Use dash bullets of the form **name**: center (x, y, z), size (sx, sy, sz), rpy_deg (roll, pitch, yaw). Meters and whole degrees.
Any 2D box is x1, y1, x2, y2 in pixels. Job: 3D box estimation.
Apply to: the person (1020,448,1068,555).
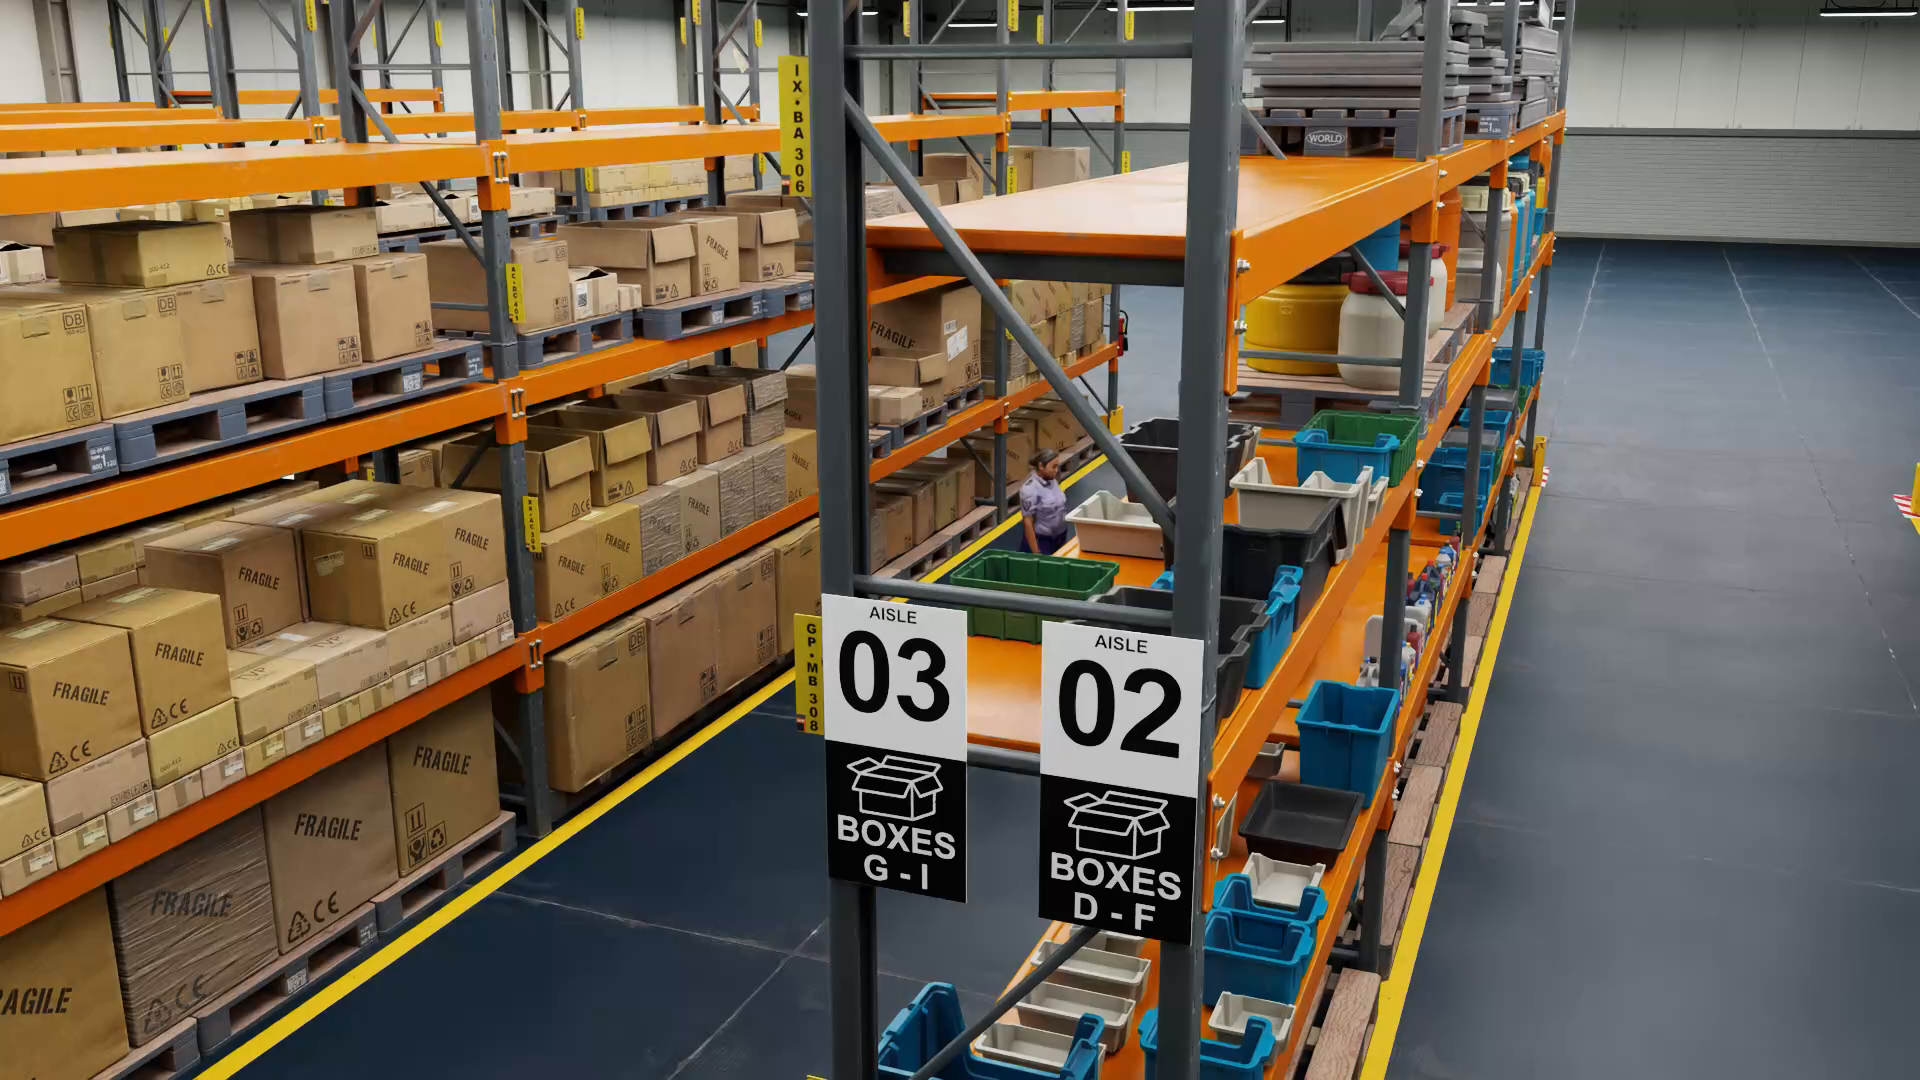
- **person**: center (0.657, 0.055, 13.318), size (0.642, 1.626, 0.509), rpy_deg (12, 20, 37)
